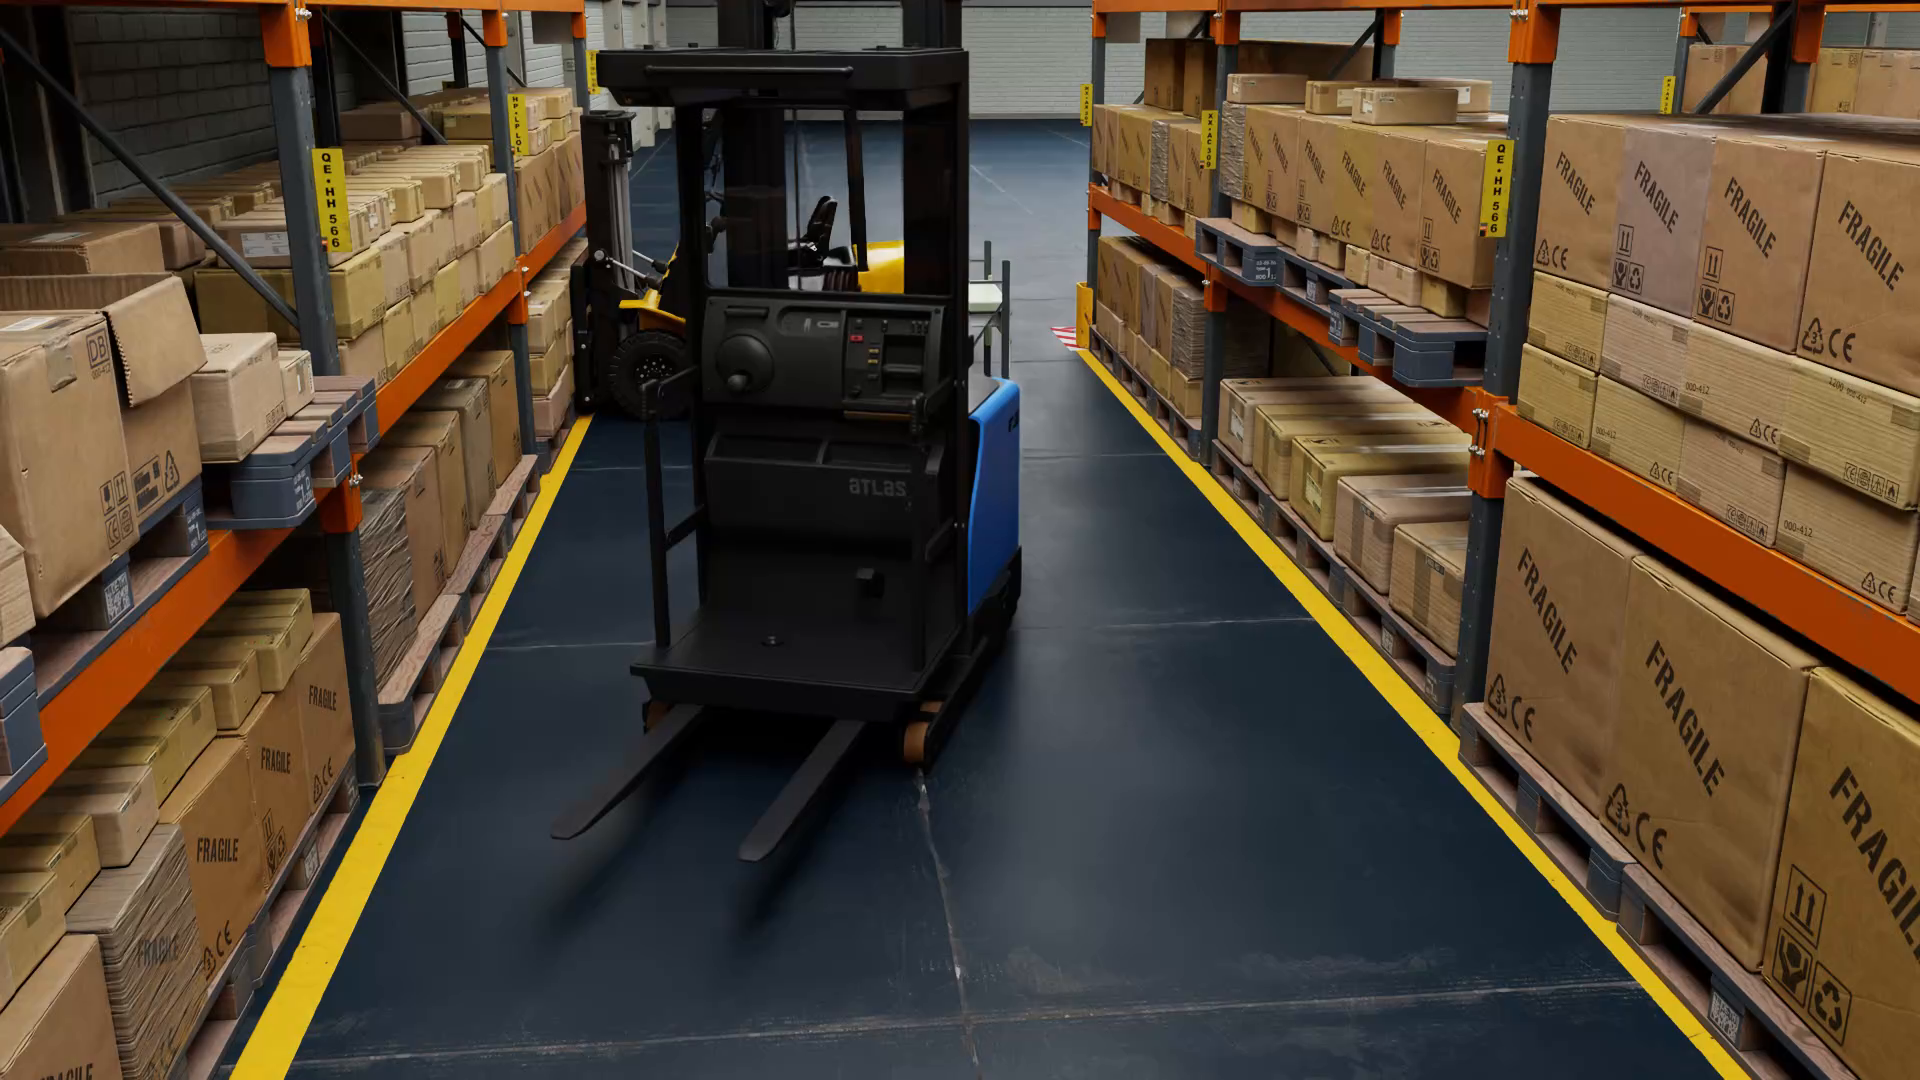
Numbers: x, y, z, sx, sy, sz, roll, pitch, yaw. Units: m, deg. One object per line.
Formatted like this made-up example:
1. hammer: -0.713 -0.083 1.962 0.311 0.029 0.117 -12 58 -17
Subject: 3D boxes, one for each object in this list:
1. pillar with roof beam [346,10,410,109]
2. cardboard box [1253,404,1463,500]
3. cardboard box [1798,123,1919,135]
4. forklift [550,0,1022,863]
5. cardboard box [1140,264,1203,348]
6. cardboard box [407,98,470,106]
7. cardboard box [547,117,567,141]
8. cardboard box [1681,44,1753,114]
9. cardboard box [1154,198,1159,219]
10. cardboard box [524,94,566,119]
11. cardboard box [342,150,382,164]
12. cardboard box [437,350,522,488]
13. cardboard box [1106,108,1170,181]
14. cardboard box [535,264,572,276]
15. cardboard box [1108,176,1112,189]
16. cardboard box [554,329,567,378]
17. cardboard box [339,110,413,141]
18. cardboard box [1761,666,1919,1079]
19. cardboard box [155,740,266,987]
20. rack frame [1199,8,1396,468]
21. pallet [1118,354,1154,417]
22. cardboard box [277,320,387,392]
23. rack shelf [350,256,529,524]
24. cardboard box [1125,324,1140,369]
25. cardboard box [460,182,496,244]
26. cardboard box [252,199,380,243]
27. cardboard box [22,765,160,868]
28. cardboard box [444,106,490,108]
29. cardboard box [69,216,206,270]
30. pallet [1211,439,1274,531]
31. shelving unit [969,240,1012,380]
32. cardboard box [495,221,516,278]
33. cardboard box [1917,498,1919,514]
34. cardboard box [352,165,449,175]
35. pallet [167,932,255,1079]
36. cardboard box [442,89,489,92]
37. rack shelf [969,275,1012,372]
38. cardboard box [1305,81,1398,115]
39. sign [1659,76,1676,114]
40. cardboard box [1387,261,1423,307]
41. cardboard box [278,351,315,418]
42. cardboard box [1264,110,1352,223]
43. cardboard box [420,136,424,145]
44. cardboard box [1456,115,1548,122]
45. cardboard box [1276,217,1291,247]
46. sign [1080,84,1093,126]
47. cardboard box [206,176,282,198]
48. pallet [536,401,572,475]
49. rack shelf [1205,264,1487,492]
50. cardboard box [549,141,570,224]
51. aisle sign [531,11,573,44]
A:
1. pillar with roof beam: 0.077 -5.697 11.800 9.100 9.000 0.400 -2 18 -6
2. cardboard box: 2.103 -0.476 8.872 0.950 0.372 0.625 -1 17 -2
3. cardboard box: 2.756 -0.934 4.809 0.500 0.500 0.500 -1 17 -5
4. forklift: -0.566 -0.701 6.016 1.130 2.935 3.031 4 18 13
5. cardboard box: 1.533 -1.618 11.459 0.500 0.500 0.500 -1 17 -3
6. cardboard box: -3.396 -2.789 10.807 0.380 0.149 0.250 -1 17 -4
7. cardboard box: -2.909 -2.818 11.396 0.380 0.149 0.250 -2 18 -5
8. cardboard box: 6.469 -3.750 13.560 0.875 0.550 0.550 -2 18 -6
9. cardboard box: 1.528 -2.246 11.243 0.380 0.149 0.250 -2 18 -7
10. cardboard box: -2.903 -2.959 11.348 0.380 0.149 0.250 -1 17 -5
11. cardboard box: -3.170 -1.910 8.502 0.380 0.149 0.250 -2 18 -7
12. cardboard box: -2.903 -0.658 9.028 0.875 0.625 0.625 -1 17 -3
13. cardboard box: 1.386 -2.977 12.489 0.500 0.500 0.500 -1 17 -4
14. cardboard box: -2.858 -1.722 11.374 0.500 0.250 0.500 -2 18 -7
15. cardboard box: 1.386 -2.864 13.212 0.380 0.149 0.250 -2 18 -5
16. cardboard box: -2.765 -1.176 10.470 0.500 0.250 0.500 -2 18 -6
17. cardboard box: -3.301 -2.330 9.345 0.380 0.149 0.250 -2 18 -6
18. cardboard box: 2.550 0.846 3.821 0.875 0.875 0.875 -1 17 -4
19. cardboard box: -2.200 0.863 4.392 0.500 0.500 0.500 -1 17 -3
20. rack frame: 1.969 -1.900 9.721 1.000 3.000 0.127 -2 18 -6
21. pallet: 1.736 -1.133 11.933 1.003 0.211 1.213 -2 18 -6
22. cardboard box: -2.358 -0.622 5.900 0.500 0.250 0.500 -2 18 -5
23. rack shelf: -2.762 -0.806 7.439 1.077 0.370 4.000 -2 18 -6
24. cardboard box: 1.479 -1.417 12.071 0.500 0.250 0.500 -1 17 -2
25. cardboard box: -2.603 -1.621 8.248 0.500 0.250 0.500 -2 18 -7
26. cardboard box: -2.376 -1.170 6.147 0.380 0.149 0.250 -1 17 -4
27. cardboard box: -2.144 0.664 3.942 0.380 0.149 0.250 -3 18 -8
28. cardboard box: -2.858 -2.499 9.884 0.380 0.149 0.250 -2 18 -7
29. cardboard box: -2.790 -1.002 5.610 0.380 0.149 0.250 -1 17 -4
30. pallet: 2.051 -0.338 9.400 1.003 0.211 1.213 -2 18 -6
31. shelving unit: -0.001 -0.718 8.459 0.431 1.500 0.755 -2 18 -6
32. cardboard box: -2.656 -1.532 8.799 0.500 0.250 0.500 -1 17 -4
33. cardboard box: 2.388 -0.110 3.436 0.500 0.250 0.500 -1 17 -4
34. cardboard box: -2.551 -1.628 7.605 0.380 0.149 0.250 -2 18 -5
35. pallet: -2.393 1.363 3.983 1.003 0.211 1.213 -2 18 -6
36. cardboard box: -3.593 -3.248 12.270 0.380 0.149 0.250 -1 17 -4
37. rack shelf: -0.001 -1.090 8.342 0.431 0.370 0.720 -2 18 -6
38. cardboard box: 1.880 -2.128 7.999 0.380 0.149 0.250 -1 17 -3
39. sign: 5.917 -3.710 13.909 0.100 0.325 0.005 -2 18 -6
40. cardboard box: 1.943 -1.030 6.669 0.380 0.149 0.250 -2 18 -6
41. cardboard box: -2.106 -0.450 4.822 0.380 0.149 0.250 -1 17 -5
42. cardboard box: 1.822 -1.844 8.179 0.500 0.500 0.500 -2 18 -6
43. cardboard box: -3.317 -2.264 9.631 0.380 0.149 0.250 -2 18 -7
44. cardboard box: 2.399 -1.702 7.725 0.500 0.500 0.500 -2 18 -8
45. cardboard box: 1.819 -1.571 8.392 0.380 0.149 0.250 -2 17 -5
46. sign: 1.017 -3.488 13.334 0.100 0.325 0.005 -2 18 -6
47. cardboard box: -2.968 -1.458 7.065 0.380 0.149 0.250 -1 17 -4
48. pallet: -3.008 -0.653 10.405 1.003 0.211 1.213 -2 18 -6
49. rack shelf: 2.175 -0.961 7.931 1.077 0.370 4.000 -2 18 -6
50. cardboard box: -2.908 -2.389 11.113 0.500 0.500 0.500 -2 18 -5
51. aisle sign: -3.095 -4.206 12.727 0.394 0.787 0.004 -2 18 -6
